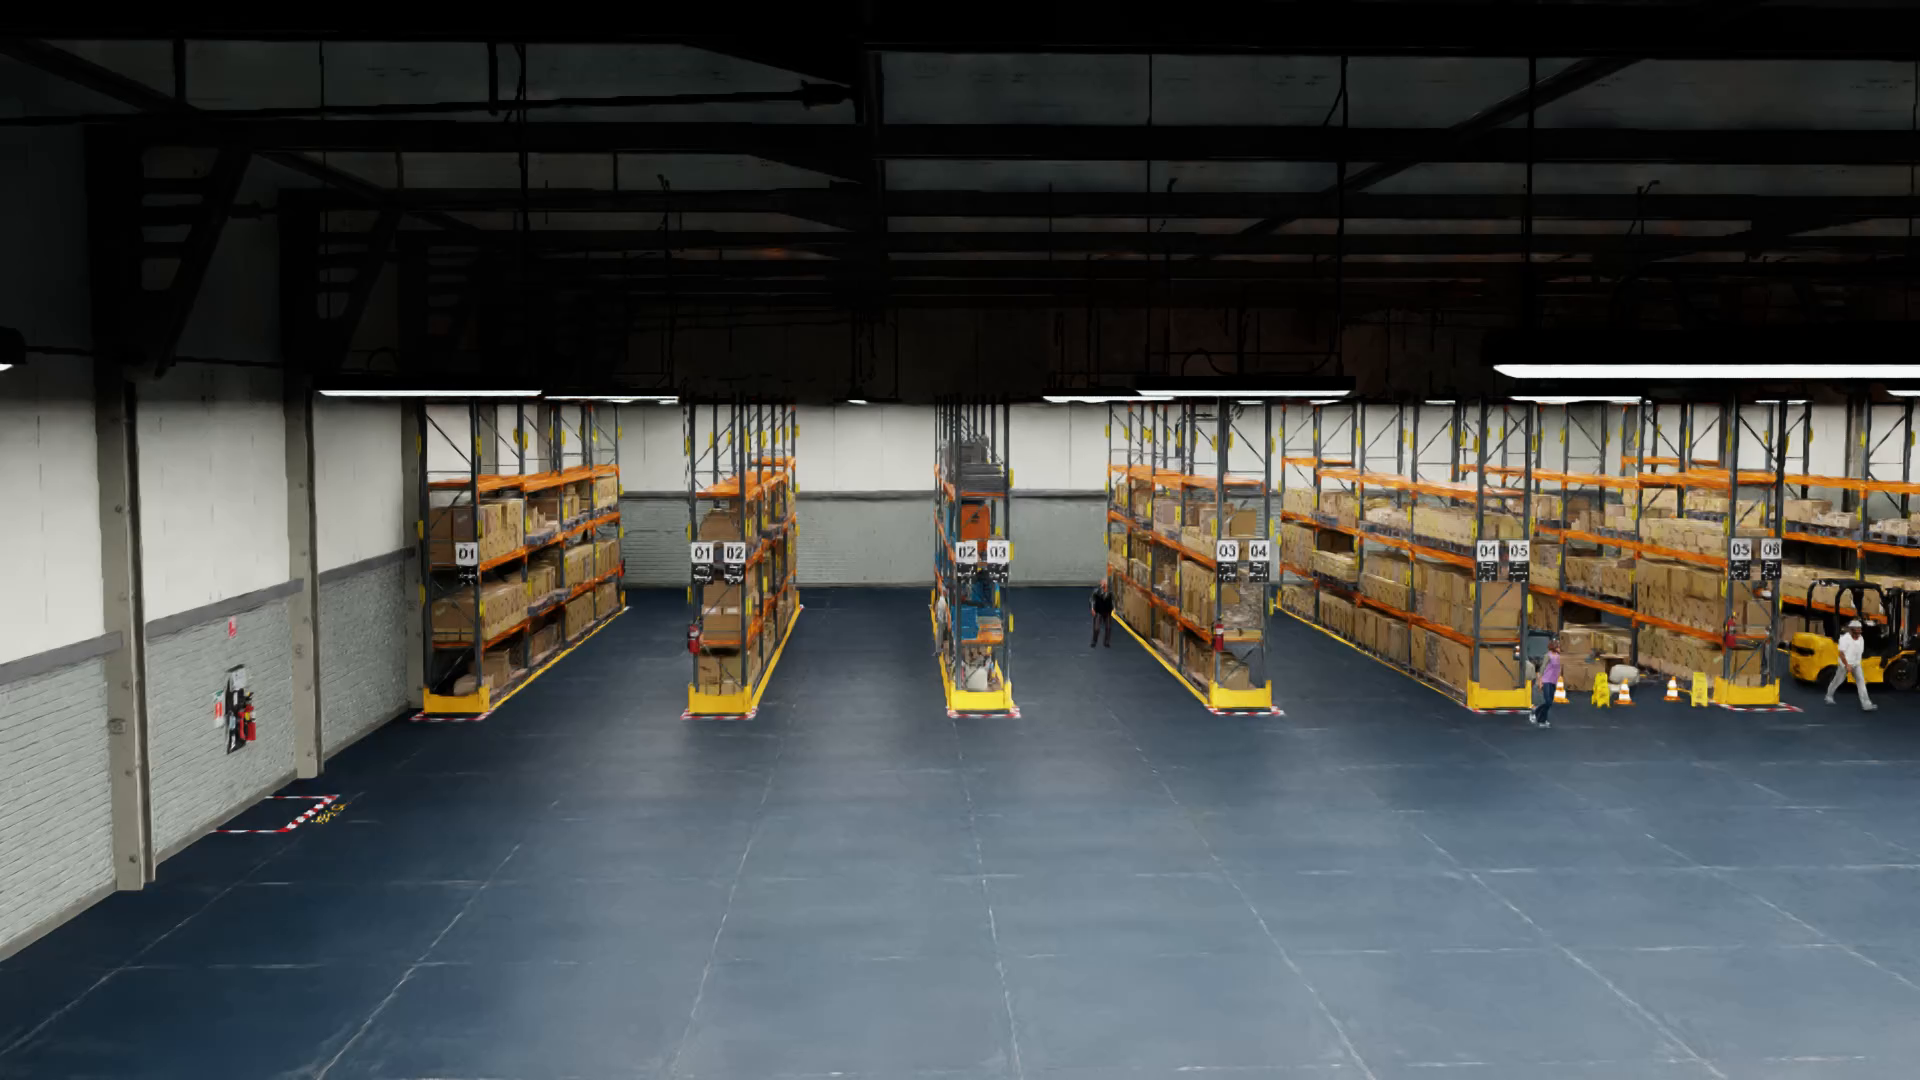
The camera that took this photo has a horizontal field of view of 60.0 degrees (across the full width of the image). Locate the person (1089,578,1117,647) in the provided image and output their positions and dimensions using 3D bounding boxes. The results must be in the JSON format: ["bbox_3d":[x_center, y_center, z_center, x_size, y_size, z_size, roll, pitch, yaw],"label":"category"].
[{"bbox_3d":[3.406,1.723,39.630,0.677,1.671,0.534,0,5,-4],"label":"person"}]

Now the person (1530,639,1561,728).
[{"bbox_3d":[10.453,2.550,29.694,0.477,1.585,0.473,-4,6,-41],"label":"person"}]

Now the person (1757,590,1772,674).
[{"bbox_3d":[17.227,1.956,35.699,0.494,1.784,0.614,2,5,22],"label":"person"}]

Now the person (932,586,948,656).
[{"bbox_3d":[-0.266,1.850,38.255,0.532,1.613,0.955,2,5,19],"label":"person"}]

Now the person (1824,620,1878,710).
[{"bbox_3d":[16.899,2.340,31.537,0.598,1.690,1.094,-1,5,-11],"label":"person"}]
